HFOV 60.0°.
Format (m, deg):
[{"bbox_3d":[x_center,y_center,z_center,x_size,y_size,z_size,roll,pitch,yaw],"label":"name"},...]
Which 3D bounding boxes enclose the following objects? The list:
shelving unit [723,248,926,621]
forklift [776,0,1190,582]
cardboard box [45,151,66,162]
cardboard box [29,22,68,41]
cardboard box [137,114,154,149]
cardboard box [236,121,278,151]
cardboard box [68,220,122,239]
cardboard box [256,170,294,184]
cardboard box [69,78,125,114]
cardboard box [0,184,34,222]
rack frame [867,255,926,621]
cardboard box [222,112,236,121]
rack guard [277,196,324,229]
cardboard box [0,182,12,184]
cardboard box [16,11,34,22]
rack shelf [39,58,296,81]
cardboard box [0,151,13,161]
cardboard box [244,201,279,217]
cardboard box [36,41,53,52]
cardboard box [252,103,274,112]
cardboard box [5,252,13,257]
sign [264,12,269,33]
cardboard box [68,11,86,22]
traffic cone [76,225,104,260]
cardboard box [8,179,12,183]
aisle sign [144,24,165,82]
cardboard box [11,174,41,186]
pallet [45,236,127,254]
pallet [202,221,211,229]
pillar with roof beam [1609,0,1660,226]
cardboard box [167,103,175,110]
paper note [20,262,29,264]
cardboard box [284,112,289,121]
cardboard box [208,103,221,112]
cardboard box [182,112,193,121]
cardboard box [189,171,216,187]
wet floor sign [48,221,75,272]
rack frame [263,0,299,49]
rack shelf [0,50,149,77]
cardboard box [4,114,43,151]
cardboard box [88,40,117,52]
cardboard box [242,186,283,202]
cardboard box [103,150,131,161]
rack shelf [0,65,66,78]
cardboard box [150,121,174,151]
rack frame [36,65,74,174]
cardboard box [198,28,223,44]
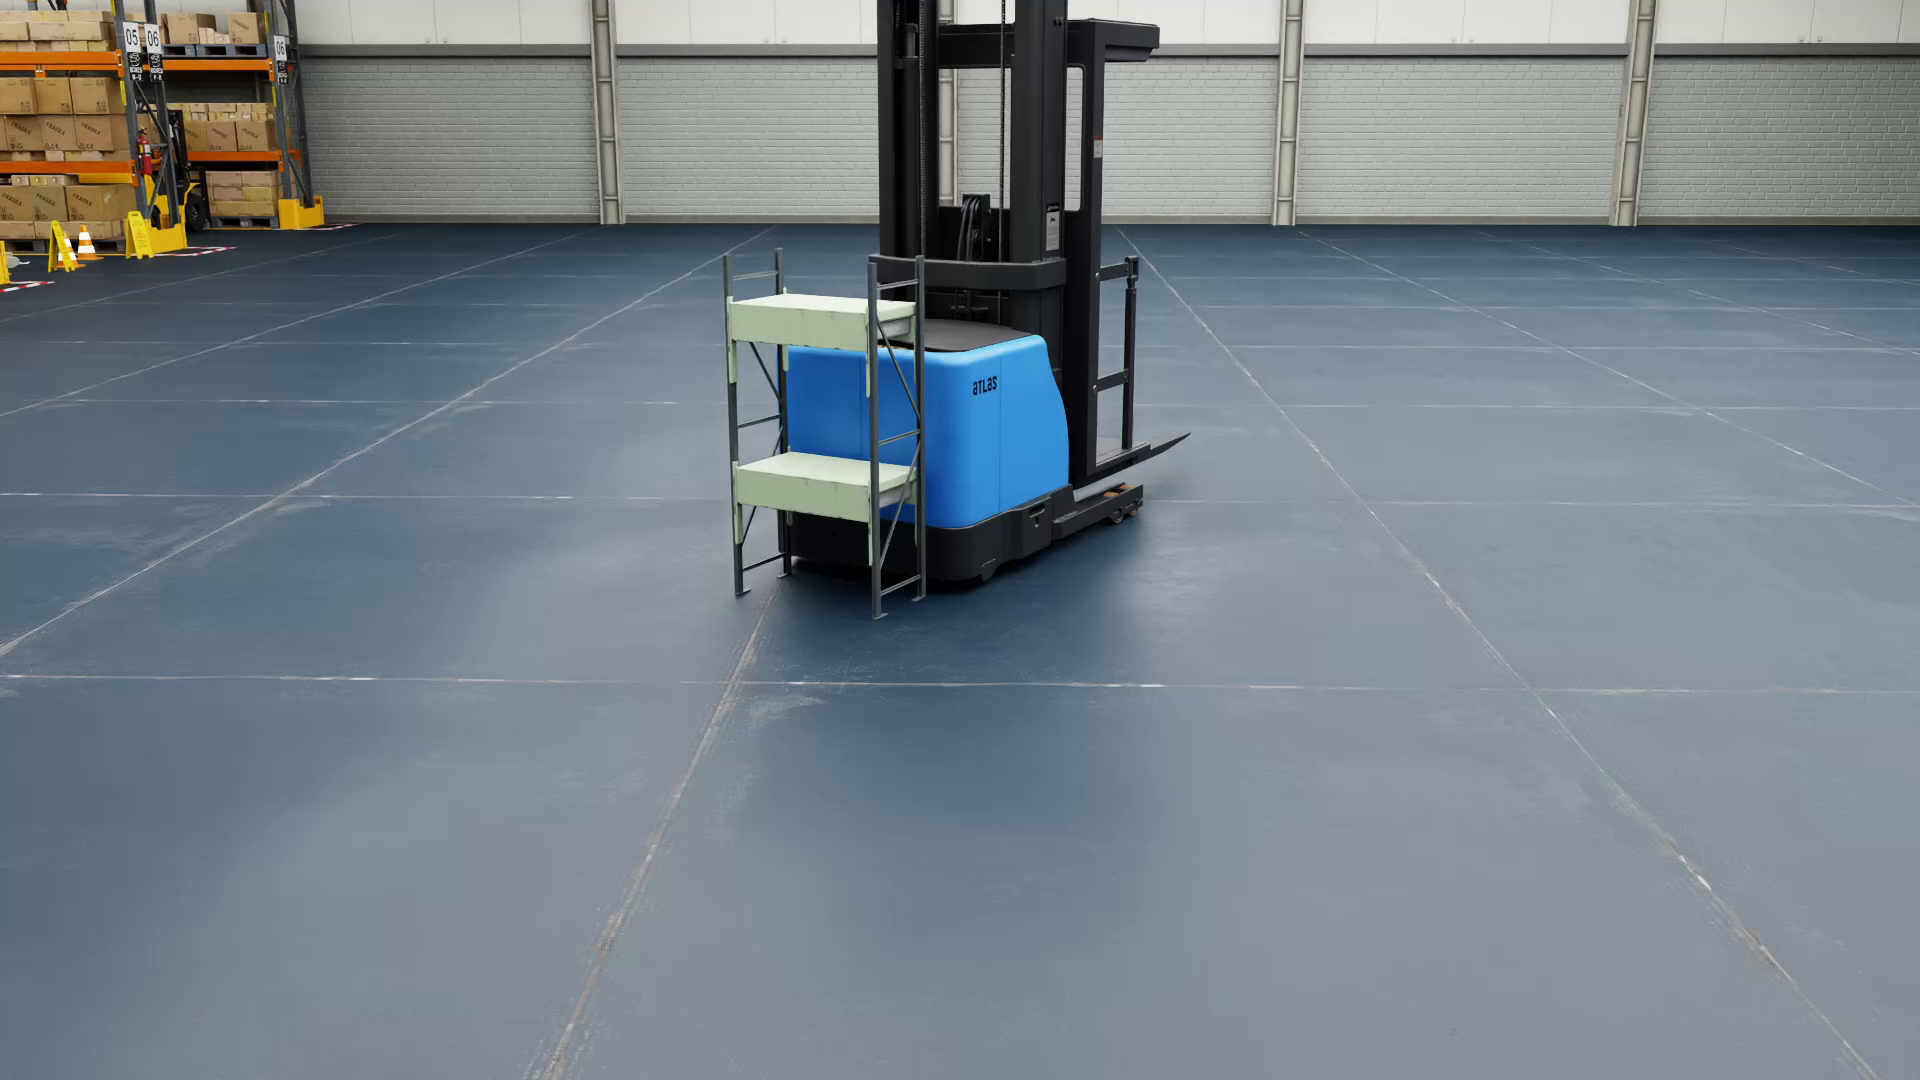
[{"bbox_3d":[-0.578,-0.476,7.203,0.755,1.500,0.431,9,17,29],"label":"shelving unit"},{"bbox_3d":[0.319,-1.556,8.492,1.130,2.935,3.031,9,17,29],"label":"forklift"},{"bbox_3d":[-12.840,-5.491,23.765,0.250,0.149,0.380,1,15,2],"label":"cardboard box"},{"bbox_3d":[-12.712,-7.154,23.405,0.500,0.250,0.500,0,15,1],"label":"cardboard box"},{"bbox_3d":[-12.158,-5.956,24.257,0.500,0.500,0.500,0,15,1],"label":"cardboard box"},{"bbox_3d":[-12.067,-6.941,28.571,0.500,0.500,0.500,0,15,0],"label":"cardboard box"},{"bbox_3d":[-12.530,-4.501,24.085,0.500,0.250,0.500,0,15,1],"label":"cardboard box"},{"bbox_3d":[-12.044,-6.365,29.190,0.500,0.250,0.500,0,15,1],"label":"cardboard box"},{"bbox_3d":[-12.207,-6.314,23.651,0.500,0.500,0.700,0,15,0],"label":"cardboard box"},{"bbox_3d":[-13.525,-4.873,24.026,0.500,0.500,0.500,0,15,0],"label":"cardboard box"},{"bbox_3d":[-0.262,-0.428,7.024,0.023,1.500,0.400,9,17,29],"label":"rack frame"},{"bbox_3d":[-12.436,-7.260,28.511,0.250,0.149,0.380,1,15,2],"label":"cardboard box"},{"bbox_3d":[-11.544,-5.747,29.144,0.348,0.500,1.175,0,15,1],"label":"rack guard"},{"bbox_3d":[-14.073,-5.011,24.551,0.500,0.500,0.500,1,15,4],"label":"cardboard box"},{"bbox_3d":[-13.046,-7.358,23.399,0.250,0.149,0.380,0,15,1],"label":"cardboard box"},{"bbox_3d":[-13.567,-8.072,28.584,4.000,0.370,1.077,0,15,1],"label":"rack shelf"},{"bbox_3d":[-13.598,-5.532,23.919,0.250,0.149,0.380,0,15,1],"label":"cardboard box"},{"bbox_3d":[-12.046,-5.752,28.829,0.500,0.250,0.500,0,15,2],"label":"cardboard box"},{"bbox_3d":[-12.821,-6.972,23.500,0.250,0.149,0.380,0,15,2],"label":"cardboard box"},{"bbox_3d":[-11.931,-7.411,28.497,0.250,0.149,0.380,0,15,2],"label":"cardboard box"},{"bbox_3d":[-13.052,-3.805,22.471,0.250,0.149,0.380,9,17,30],"label":"cardboard box"},{"bbox_3d":[-11.596,-8.658,27.816,0.005,0.325,0.100,0,15,1],"label":"sign"},{"bbox_3d":[-12.294,-7.343,23.342,0.250,0.149,0.380,1,15,2],"label":"cardboard box"},{"bbox_3d":[-12.154,-4.137,23.115,0.334,0.463,0.336,0,15,1],"label":"traffic cone"},{"bbox_3d":[-16.089,-6.038,29.176,0.625,0.625,0.875,1,15,4],"label":"cardboard box"},{"bbox_3d":[-11.621,-7.026,23.994,0.004,0.787,0.394,0,15,1],"label":"aisle sign"},{"bbox_3d":[-13.382,-5.169,23.876,0.250,0.149,0.380,1,15,4],"label":"cardboard box"},{"bbox_3d":[-12.578,-4.357,24.440,1.213,0.211,1.003,0,15,1],"label":"pallet"},{"bbox_3d":[-13.550,-5.611,29.193,1.213,0.211,1.003,0,15,1],"label":"pallet"},{"bbox_3d":[11.641,-8.837,24.195,0.400,9.000,9.100,0,15,1],"label":"pillar with roof beam"},{"bbox_3d":[-13.465,-7.419,28.530,0.250,0.149,0.380,1,15,2],"label":"cardboard box"},{"bbox_3d":[-12.687,-3.753,22.506,0.142,0.019,0.148,-5,16,-18],"label":"paper note"},{"bbox_3d":[-11.901,-7.386,28.989,0.250,0.149,0.380,0,15,0],"label":"cardboard box"},{"bbox_3d":[-12.688,-7.420,28.532,0.250,0.149,0.380,0,15,2],"label":"cardboard box"},{"bbox_3d":[-13.205,-7.251,28.476,0.250,0.149,0.380,0,15,2],"label":"cardboard box"},{"bbox_3d":[-13.052,-6.239,28.715,0.500,0.250,0.500,1,15,2],"label":"cardboard box"},{"bbox_3d":[-11.637,-3.794,21.454,0.232,0.644,0.267,-2,15,-8],"label":"wet floor sign"},{"bbox_3d":[-11.568,-9.857,28.060,0.127,3.000,1.000,0,15,1],"label":"rack frame"},{"bbox_3d":[-13.690,-6.806,23.786,4.000,0.370,1.077,0,15,1],"label":"rack shelf"},{"bbox_3d":[-13.241,-5.824,23.757,0.500,0.500,0.500,0,15,1],"label":"cardboard box"},{"bbox_3d":[-12.055,-6.950,23.416,0.250,0.149,0.380,0,15,2],"label":"cardboard box"},{"bbox_3d":[-12.063,-5.995,28.769,0.500,0.250,0.500,0,15,1],"label":"cardboard box"},{"bbox_3d":[-12.070,-5.517,23.862,0.250,0.149,0.380,1,15,3],"label":"cardboard box"},{"bbox_3d":[-17.566,-8.098,28.683,4.000,0.370,1.077,0,15,1],"label":"rack shelf"},{"bbox_3d":[-13.600,-6.950,28.607,0.500,0.500,0.500,0,15,2],"label":"cardboard box"},{"bbox_3d":[-15.567,-6.982,28.925,0.127,3.000,1.000,0,15,1],"label":"rack frame"},{"bbox_3d":[-12.658,-8.523,28.127,0.258,0.266,0.396,0,15,2],"label":"cardboard box"}]
